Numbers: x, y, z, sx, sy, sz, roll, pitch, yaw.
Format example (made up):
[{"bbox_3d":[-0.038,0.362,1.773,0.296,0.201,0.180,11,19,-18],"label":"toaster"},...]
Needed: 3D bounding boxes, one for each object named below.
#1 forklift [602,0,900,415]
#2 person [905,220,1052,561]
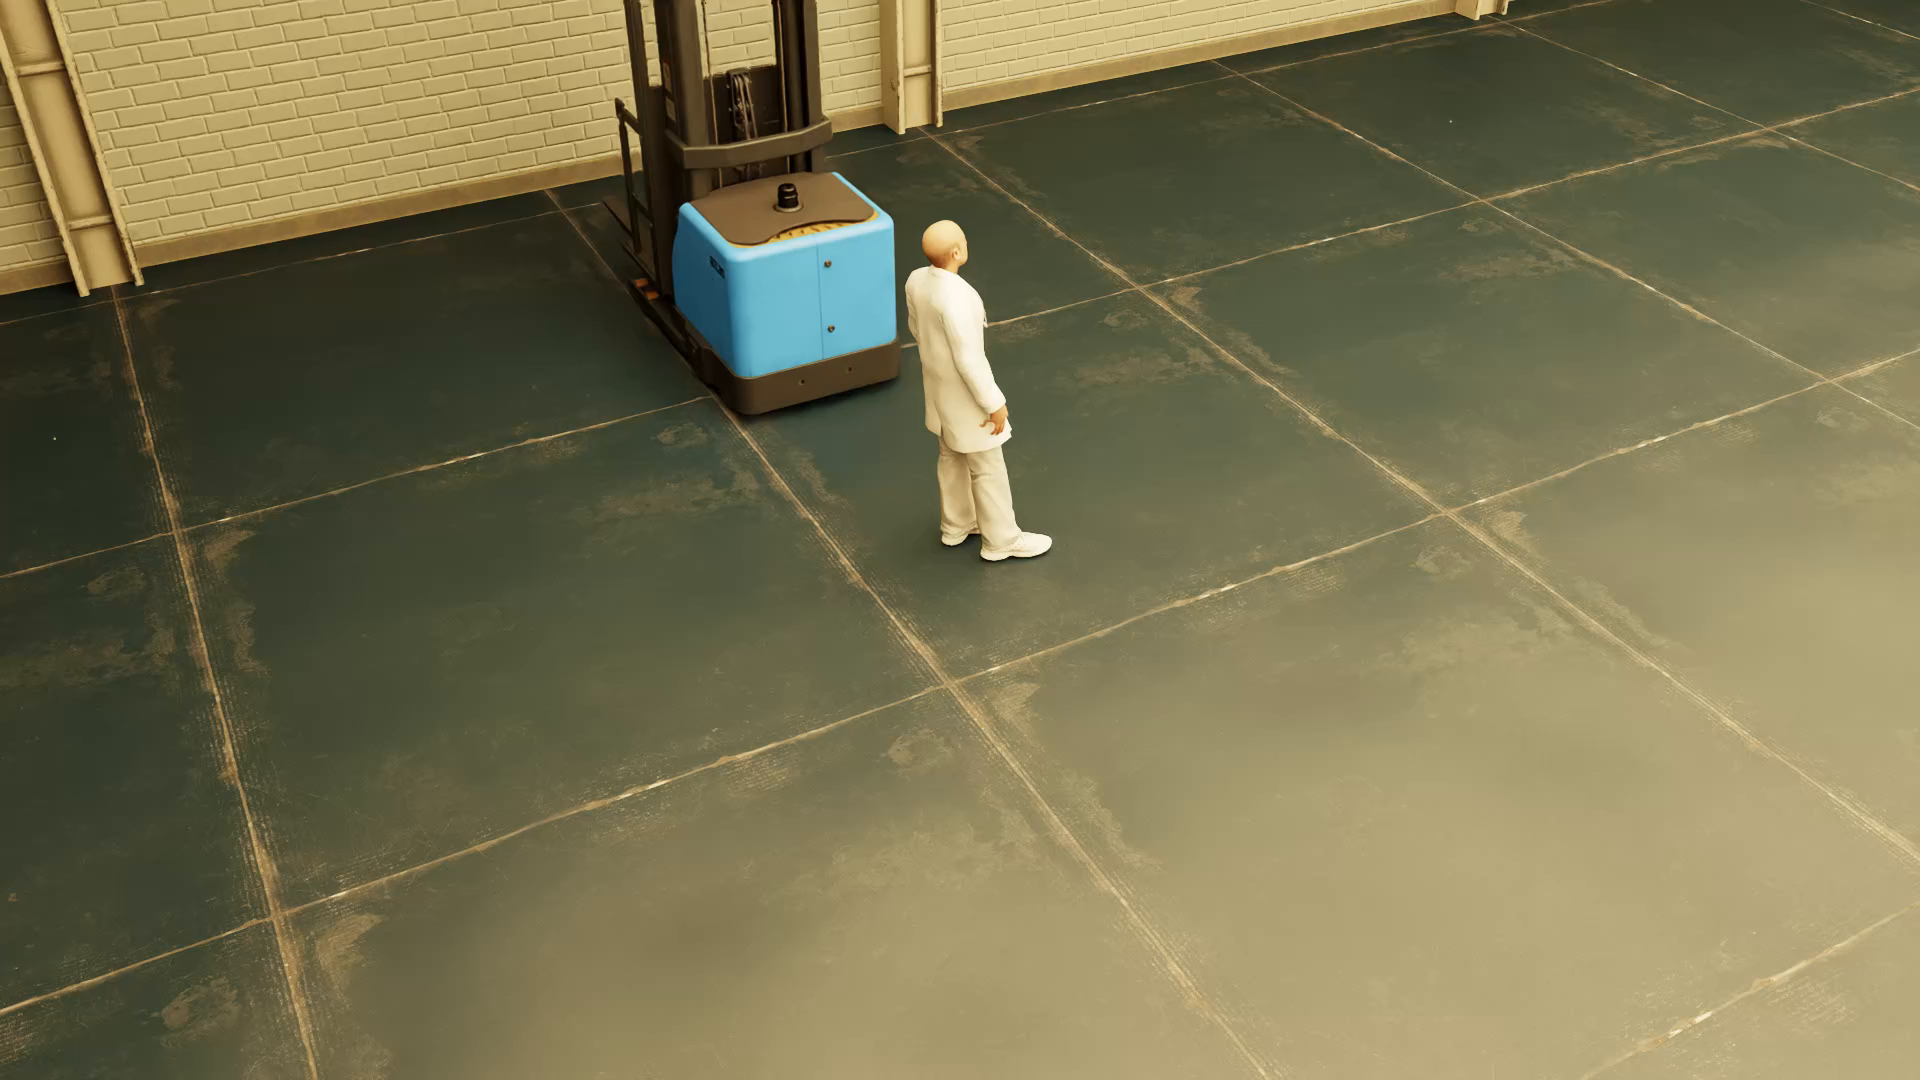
[{"bbox_3d":[-1.501,-2.748,10.011,1.130,2.935,3.031,-17,39,-23],"label":"forklift"},{"bbox_3d":[0.082,-0.754,8.176,0.581,1.776,0.694,-17,39,-23],"label":"person"}]
